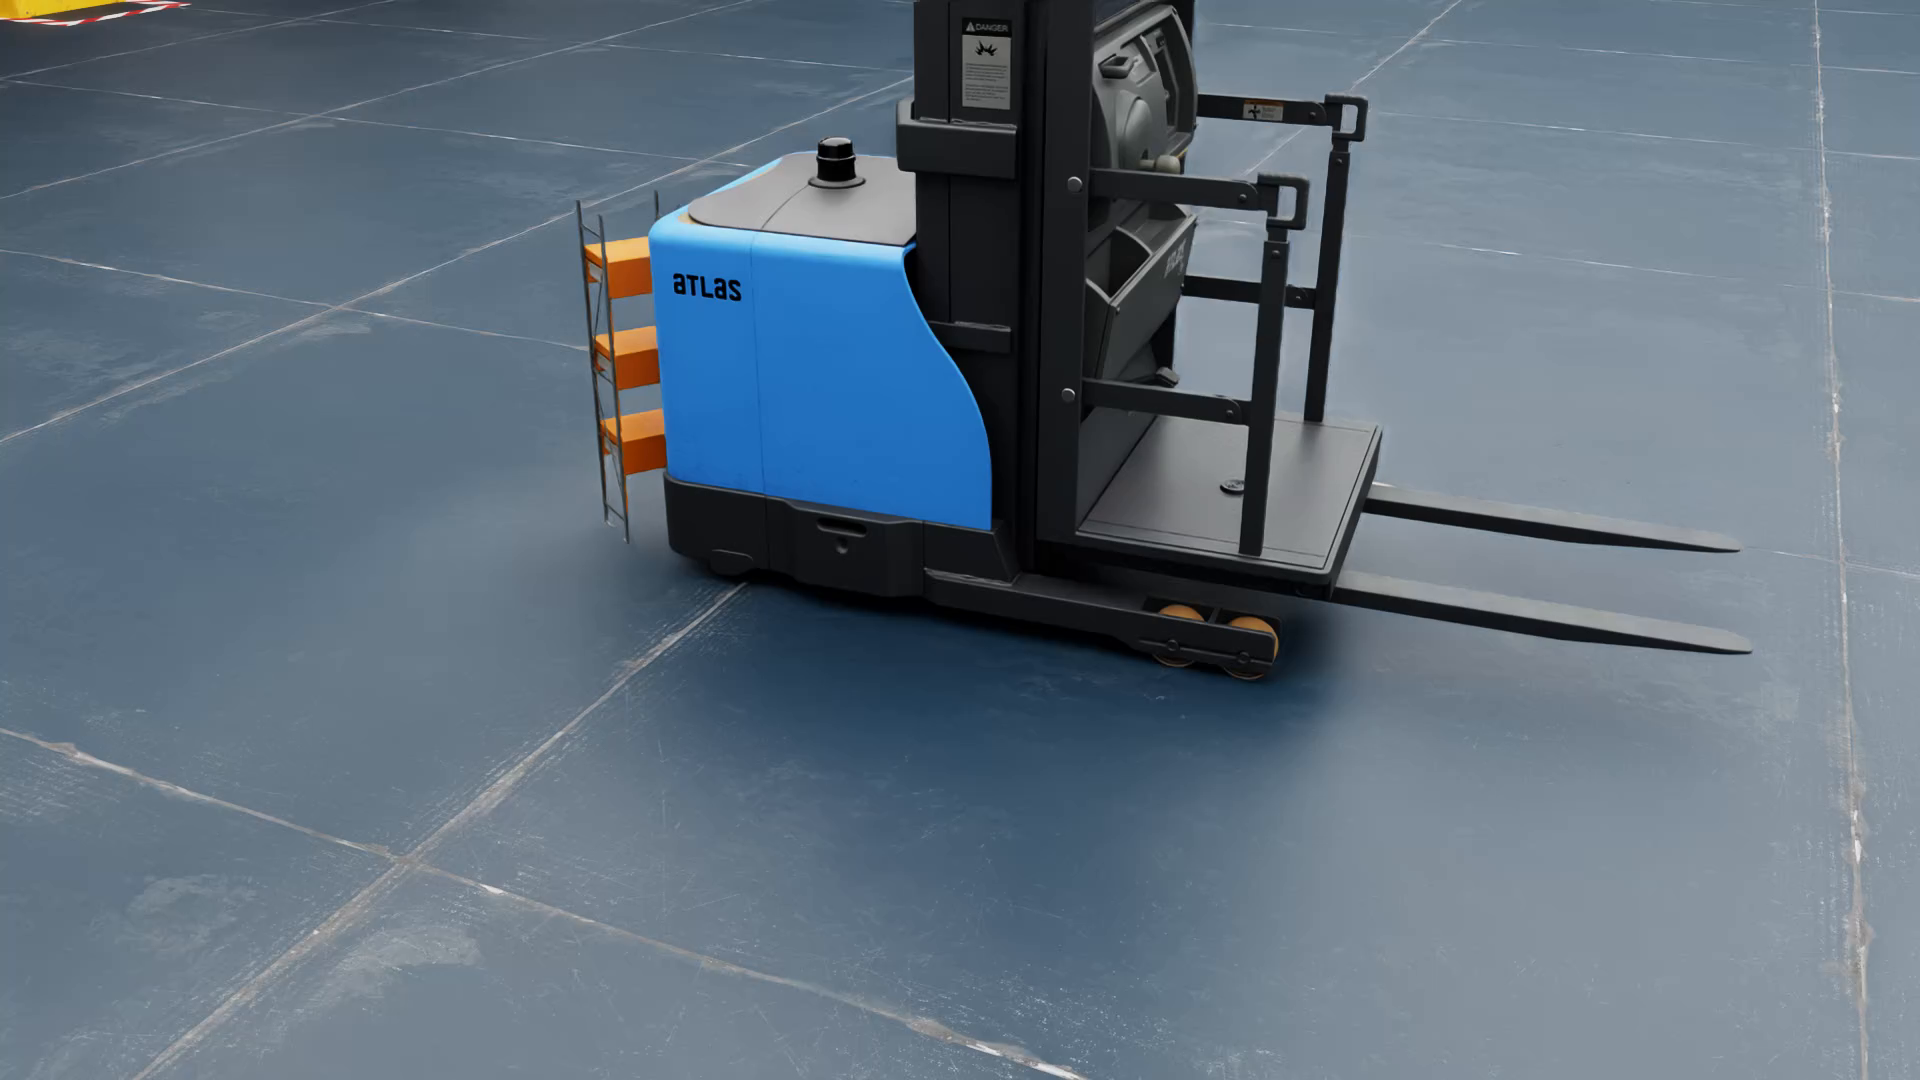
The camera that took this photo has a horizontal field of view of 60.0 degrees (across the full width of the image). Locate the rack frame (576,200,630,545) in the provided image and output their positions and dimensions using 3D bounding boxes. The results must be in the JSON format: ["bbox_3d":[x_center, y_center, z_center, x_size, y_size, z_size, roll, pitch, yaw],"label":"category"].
[{"bbox_3d":[-1.083,-0.494,5.057,0.008,1.050,0.200,-15,30,-29],"label":"rack frame"}]

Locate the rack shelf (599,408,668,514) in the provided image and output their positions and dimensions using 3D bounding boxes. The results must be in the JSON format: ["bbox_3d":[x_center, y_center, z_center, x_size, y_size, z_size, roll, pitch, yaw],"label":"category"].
[{"bbox_3d":[-0.983,-0.261,5.241,0.240,0.259,0.215,-15,30,-29],"label":"rack shelf"}]

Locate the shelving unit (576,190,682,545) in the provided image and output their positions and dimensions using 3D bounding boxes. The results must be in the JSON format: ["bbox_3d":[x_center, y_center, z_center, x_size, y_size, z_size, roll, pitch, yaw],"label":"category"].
[{"bbox_3d":[-0.980,-0.521,5.115,0.252,1.050,0.215,-15,30,-29],"label":"shelving unit"}]

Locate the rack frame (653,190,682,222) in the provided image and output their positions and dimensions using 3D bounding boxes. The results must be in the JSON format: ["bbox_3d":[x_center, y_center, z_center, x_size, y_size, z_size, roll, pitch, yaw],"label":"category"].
[{"bbox_3d":[-0.876,-0.548,5.173,0.008,1.050,0.200,-15,30,-29],"label":"rack frame"}]

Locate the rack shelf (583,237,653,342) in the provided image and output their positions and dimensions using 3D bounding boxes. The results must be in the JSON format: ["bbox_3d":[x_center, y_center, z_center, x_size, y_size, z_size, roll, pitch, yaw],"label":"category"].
[{"bbox_3d":[-0.976,-0.767,4.996,0.240,0.259,0.215,-15,30,-29],"label":"rack shelf"}]

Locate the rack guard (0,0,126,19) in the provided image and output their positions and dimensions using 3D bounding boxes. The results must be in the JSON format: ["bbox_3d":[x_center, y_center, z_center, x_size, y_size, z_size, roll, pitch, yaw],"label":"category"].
[{"bbox_3d":[-8.083,-5.011,14.861,0.348,0.500,1.175,11,28,22],"label":"rack guard"}]

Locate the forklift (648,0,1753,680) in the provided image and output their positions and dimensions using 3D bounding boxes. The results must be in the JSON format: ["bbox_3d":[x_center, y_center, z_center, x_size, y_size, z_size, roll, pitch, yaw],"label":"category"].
[{"bbox_3d":[0.685,-1.203,4.376,3.031,2.935,1.130,9,28,18],"label":"forklift"}]

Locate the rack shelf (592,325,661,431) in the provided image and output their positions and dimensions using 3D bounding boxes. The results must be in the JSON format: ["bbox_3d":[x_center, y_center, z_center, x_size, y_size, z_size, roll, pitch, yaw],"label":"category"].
[{"bbox_3d":[-0.980,-0.511,5.120,0.240,0.259,0.215,-15,30,-29],"label":"rack shelf"}]
